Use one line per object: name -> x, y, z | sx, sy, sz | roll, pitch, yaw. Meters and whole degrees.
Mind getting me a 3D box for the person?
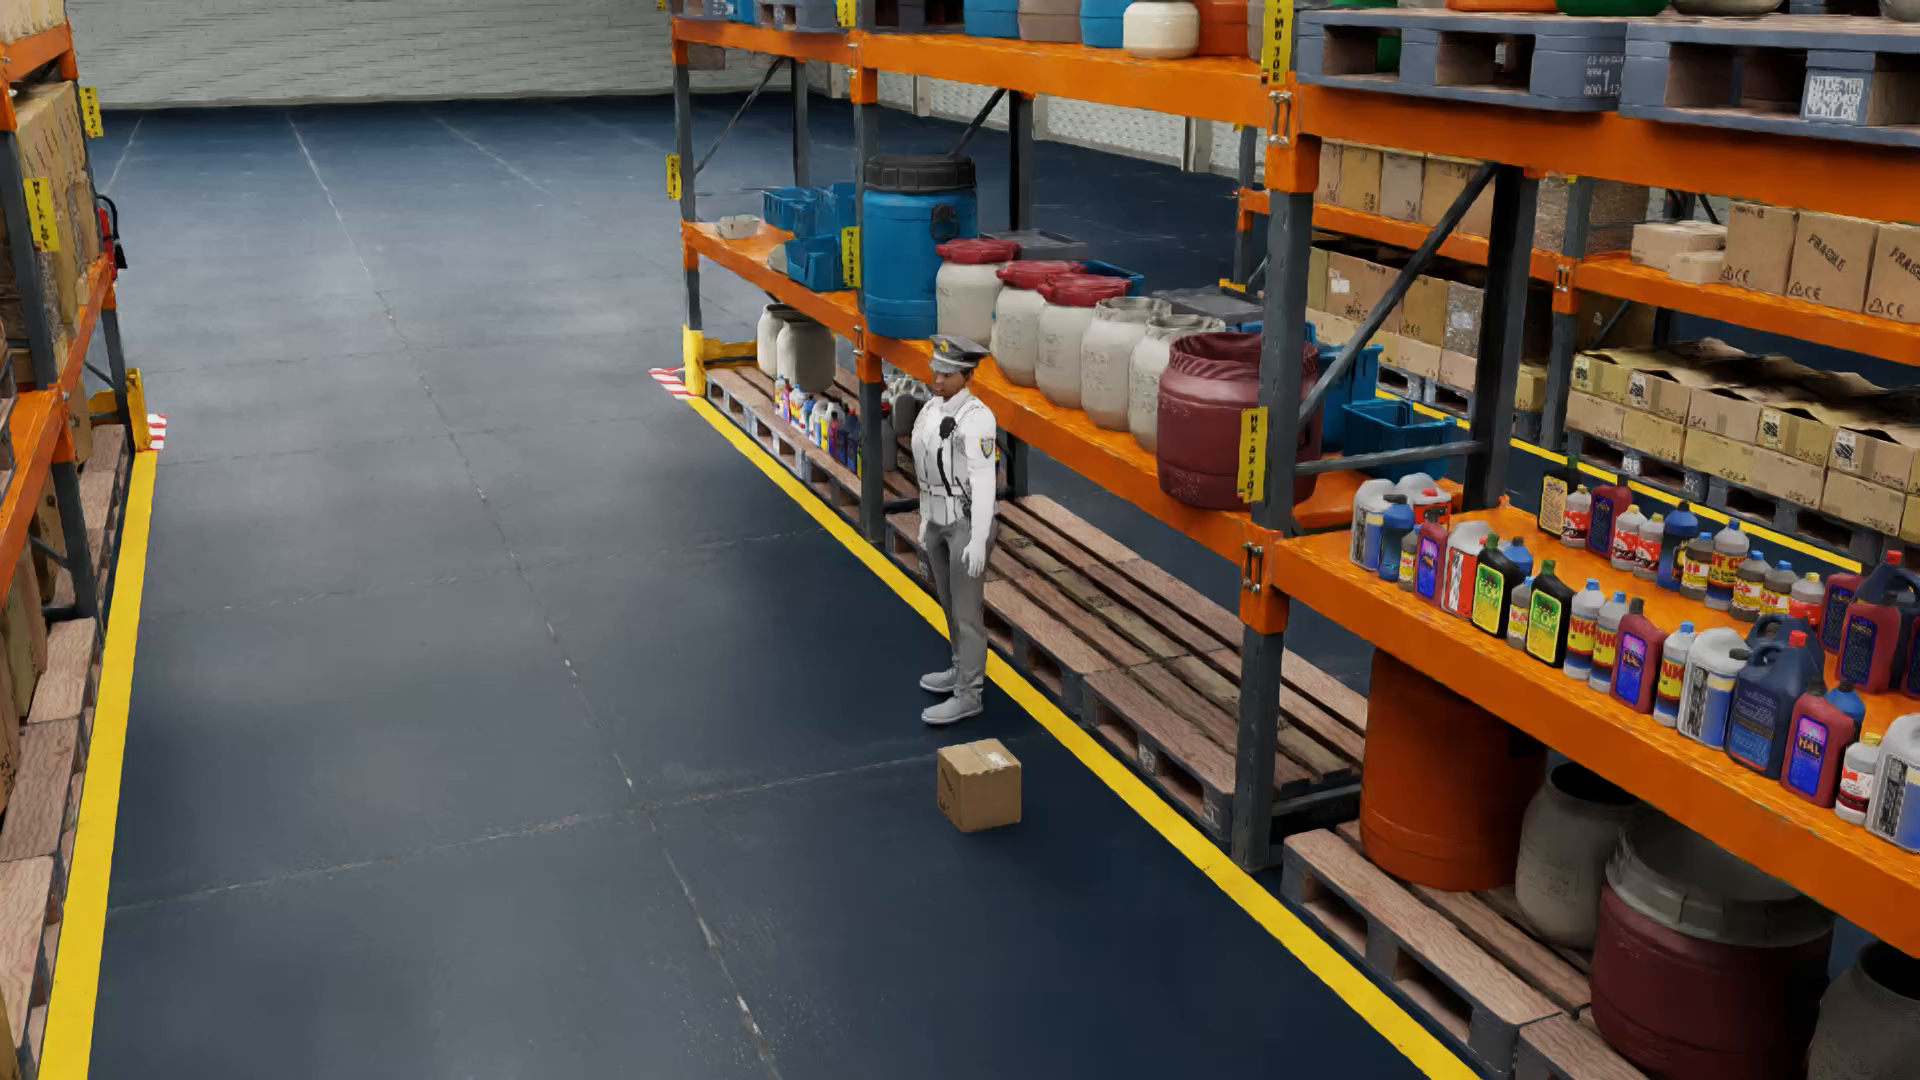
person -> -0.021, -0.050, 7.132 | 0.419, 1.684, 0.599 | -11, 22, -29
